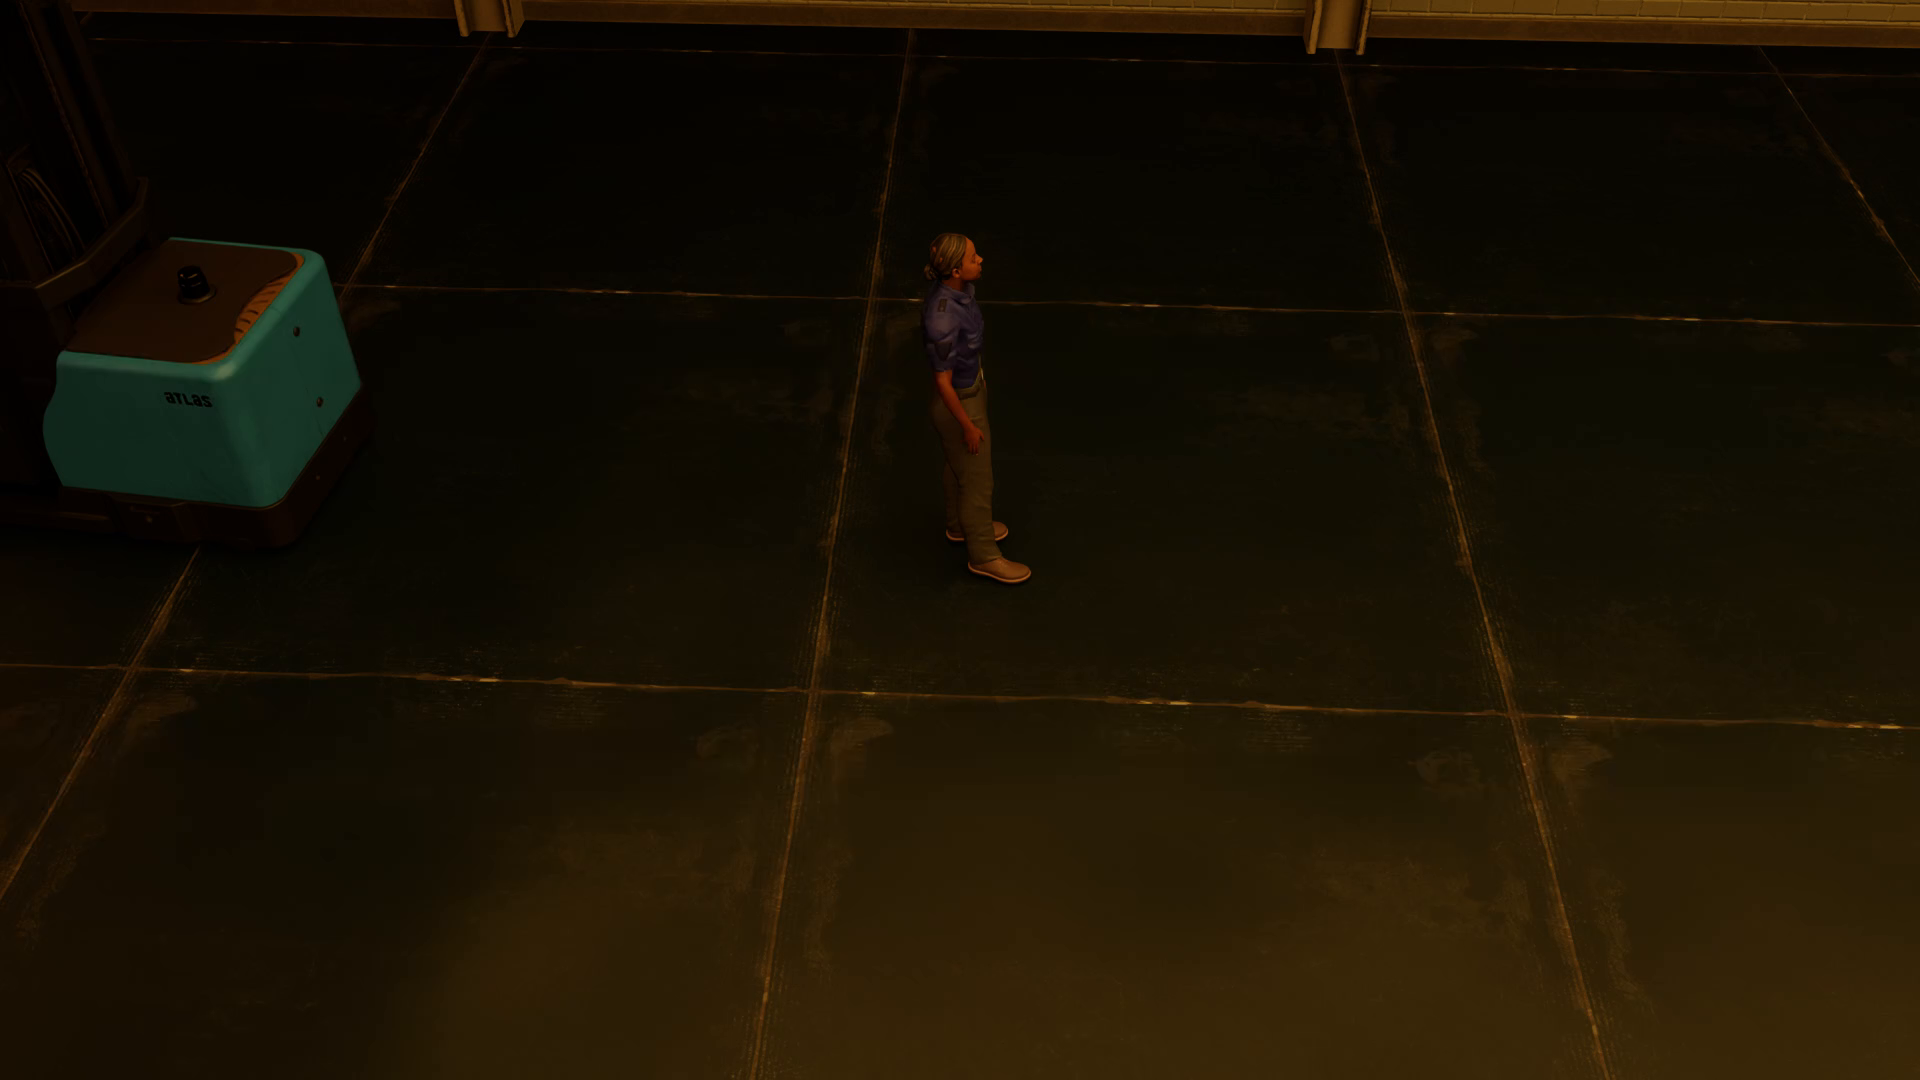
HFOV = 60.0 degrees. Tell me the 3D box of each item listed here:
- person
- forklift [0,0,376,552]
[{"bbox_3d":[0.086,-0.600,7.336,0.504,1.654,0.569,2,42,2],"label":"person"},{"bbox_3d":[-4.537,-1.493,7.377,3.031,2.935,1.130,6,43,7],"label":"forklift"}]
